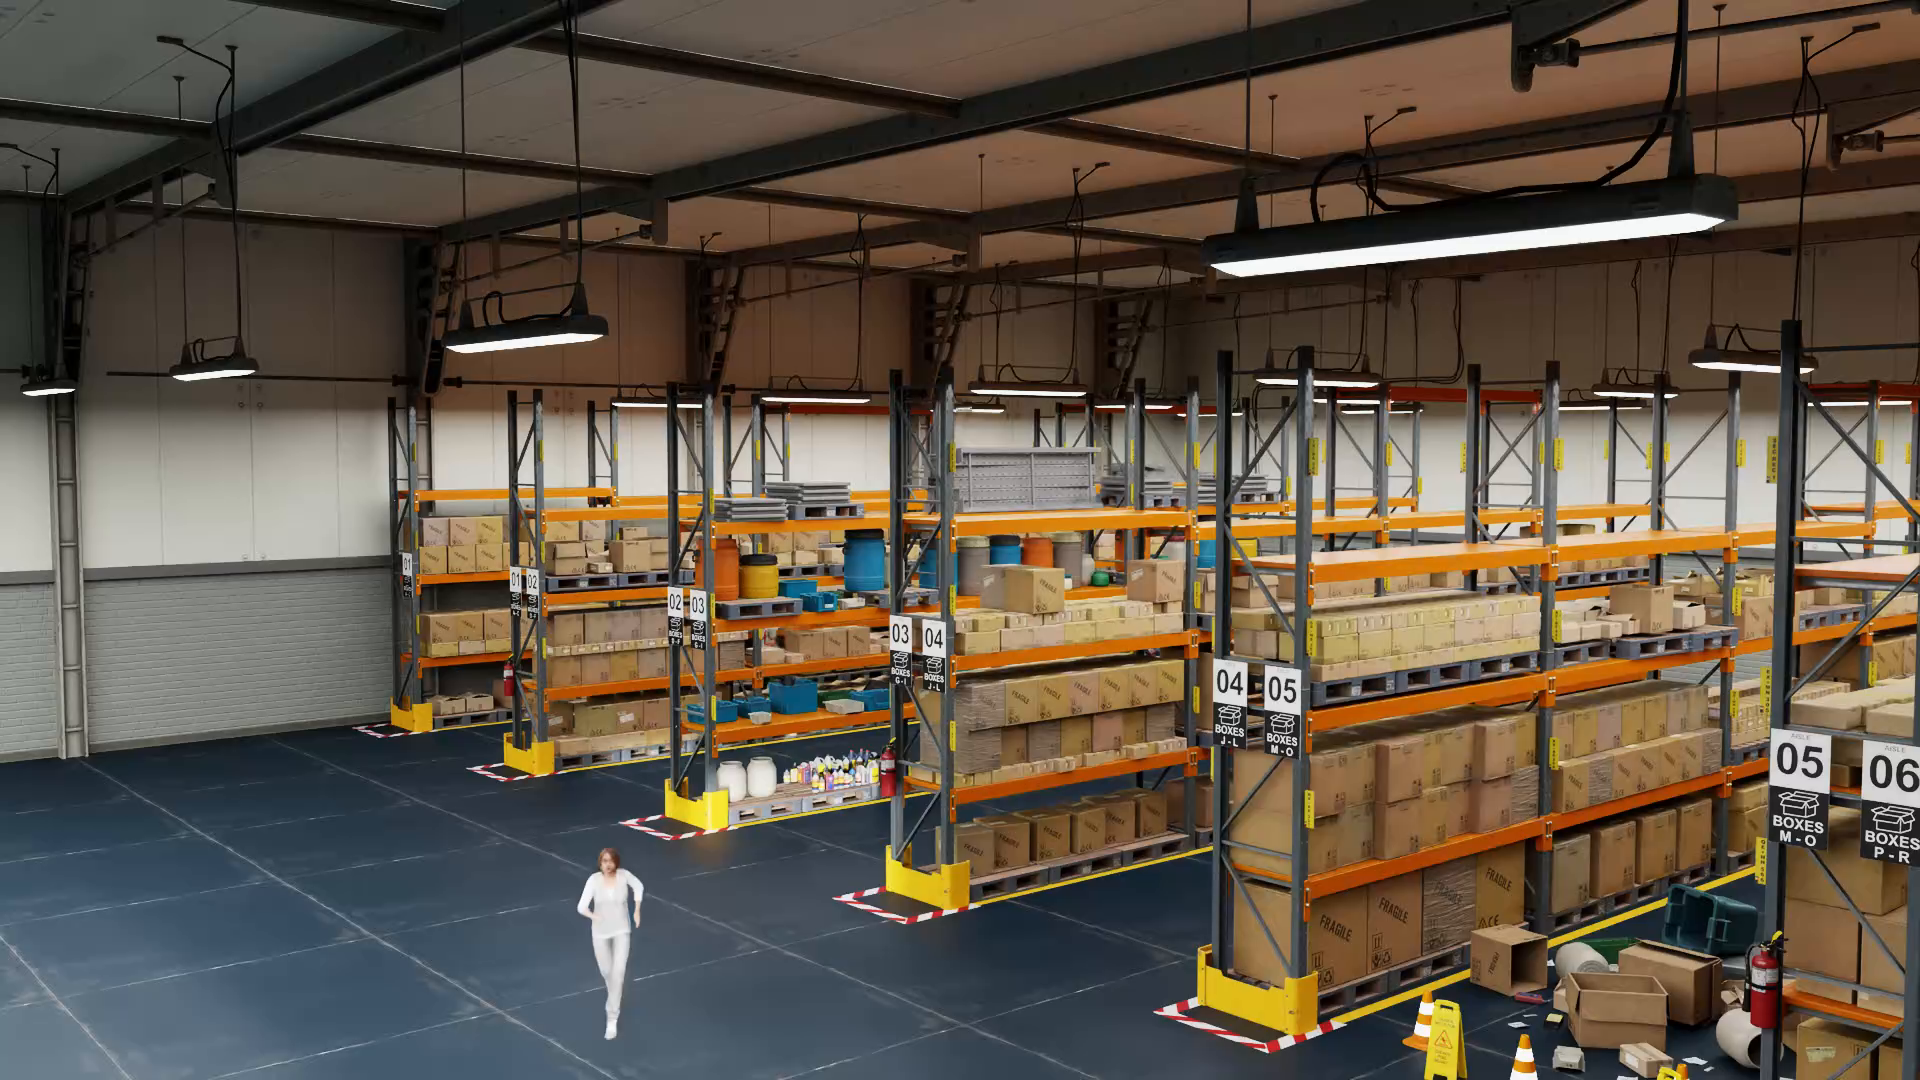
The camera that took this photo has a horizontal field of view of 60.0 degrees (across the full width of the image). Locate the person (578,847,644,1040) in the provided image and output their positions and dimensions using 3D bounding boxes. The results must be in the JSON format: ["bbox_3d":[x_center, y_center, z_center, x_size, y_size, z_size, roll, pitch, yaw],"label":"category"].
[{"bbox_3d":[-3.094,3.518,14.766,0.569,1.641,0.826,-1,3,-10],"label":"person"}]

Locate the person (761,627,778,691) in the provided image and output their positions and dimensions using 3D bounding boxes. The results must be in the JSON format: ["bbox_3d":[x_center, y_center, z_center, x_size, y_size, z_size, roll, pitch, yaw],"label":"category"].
[{"bbox_3d":[-3.765,2.172,31.655,0.659,1.739,0.599,3,5,43],"label":"person"}]
